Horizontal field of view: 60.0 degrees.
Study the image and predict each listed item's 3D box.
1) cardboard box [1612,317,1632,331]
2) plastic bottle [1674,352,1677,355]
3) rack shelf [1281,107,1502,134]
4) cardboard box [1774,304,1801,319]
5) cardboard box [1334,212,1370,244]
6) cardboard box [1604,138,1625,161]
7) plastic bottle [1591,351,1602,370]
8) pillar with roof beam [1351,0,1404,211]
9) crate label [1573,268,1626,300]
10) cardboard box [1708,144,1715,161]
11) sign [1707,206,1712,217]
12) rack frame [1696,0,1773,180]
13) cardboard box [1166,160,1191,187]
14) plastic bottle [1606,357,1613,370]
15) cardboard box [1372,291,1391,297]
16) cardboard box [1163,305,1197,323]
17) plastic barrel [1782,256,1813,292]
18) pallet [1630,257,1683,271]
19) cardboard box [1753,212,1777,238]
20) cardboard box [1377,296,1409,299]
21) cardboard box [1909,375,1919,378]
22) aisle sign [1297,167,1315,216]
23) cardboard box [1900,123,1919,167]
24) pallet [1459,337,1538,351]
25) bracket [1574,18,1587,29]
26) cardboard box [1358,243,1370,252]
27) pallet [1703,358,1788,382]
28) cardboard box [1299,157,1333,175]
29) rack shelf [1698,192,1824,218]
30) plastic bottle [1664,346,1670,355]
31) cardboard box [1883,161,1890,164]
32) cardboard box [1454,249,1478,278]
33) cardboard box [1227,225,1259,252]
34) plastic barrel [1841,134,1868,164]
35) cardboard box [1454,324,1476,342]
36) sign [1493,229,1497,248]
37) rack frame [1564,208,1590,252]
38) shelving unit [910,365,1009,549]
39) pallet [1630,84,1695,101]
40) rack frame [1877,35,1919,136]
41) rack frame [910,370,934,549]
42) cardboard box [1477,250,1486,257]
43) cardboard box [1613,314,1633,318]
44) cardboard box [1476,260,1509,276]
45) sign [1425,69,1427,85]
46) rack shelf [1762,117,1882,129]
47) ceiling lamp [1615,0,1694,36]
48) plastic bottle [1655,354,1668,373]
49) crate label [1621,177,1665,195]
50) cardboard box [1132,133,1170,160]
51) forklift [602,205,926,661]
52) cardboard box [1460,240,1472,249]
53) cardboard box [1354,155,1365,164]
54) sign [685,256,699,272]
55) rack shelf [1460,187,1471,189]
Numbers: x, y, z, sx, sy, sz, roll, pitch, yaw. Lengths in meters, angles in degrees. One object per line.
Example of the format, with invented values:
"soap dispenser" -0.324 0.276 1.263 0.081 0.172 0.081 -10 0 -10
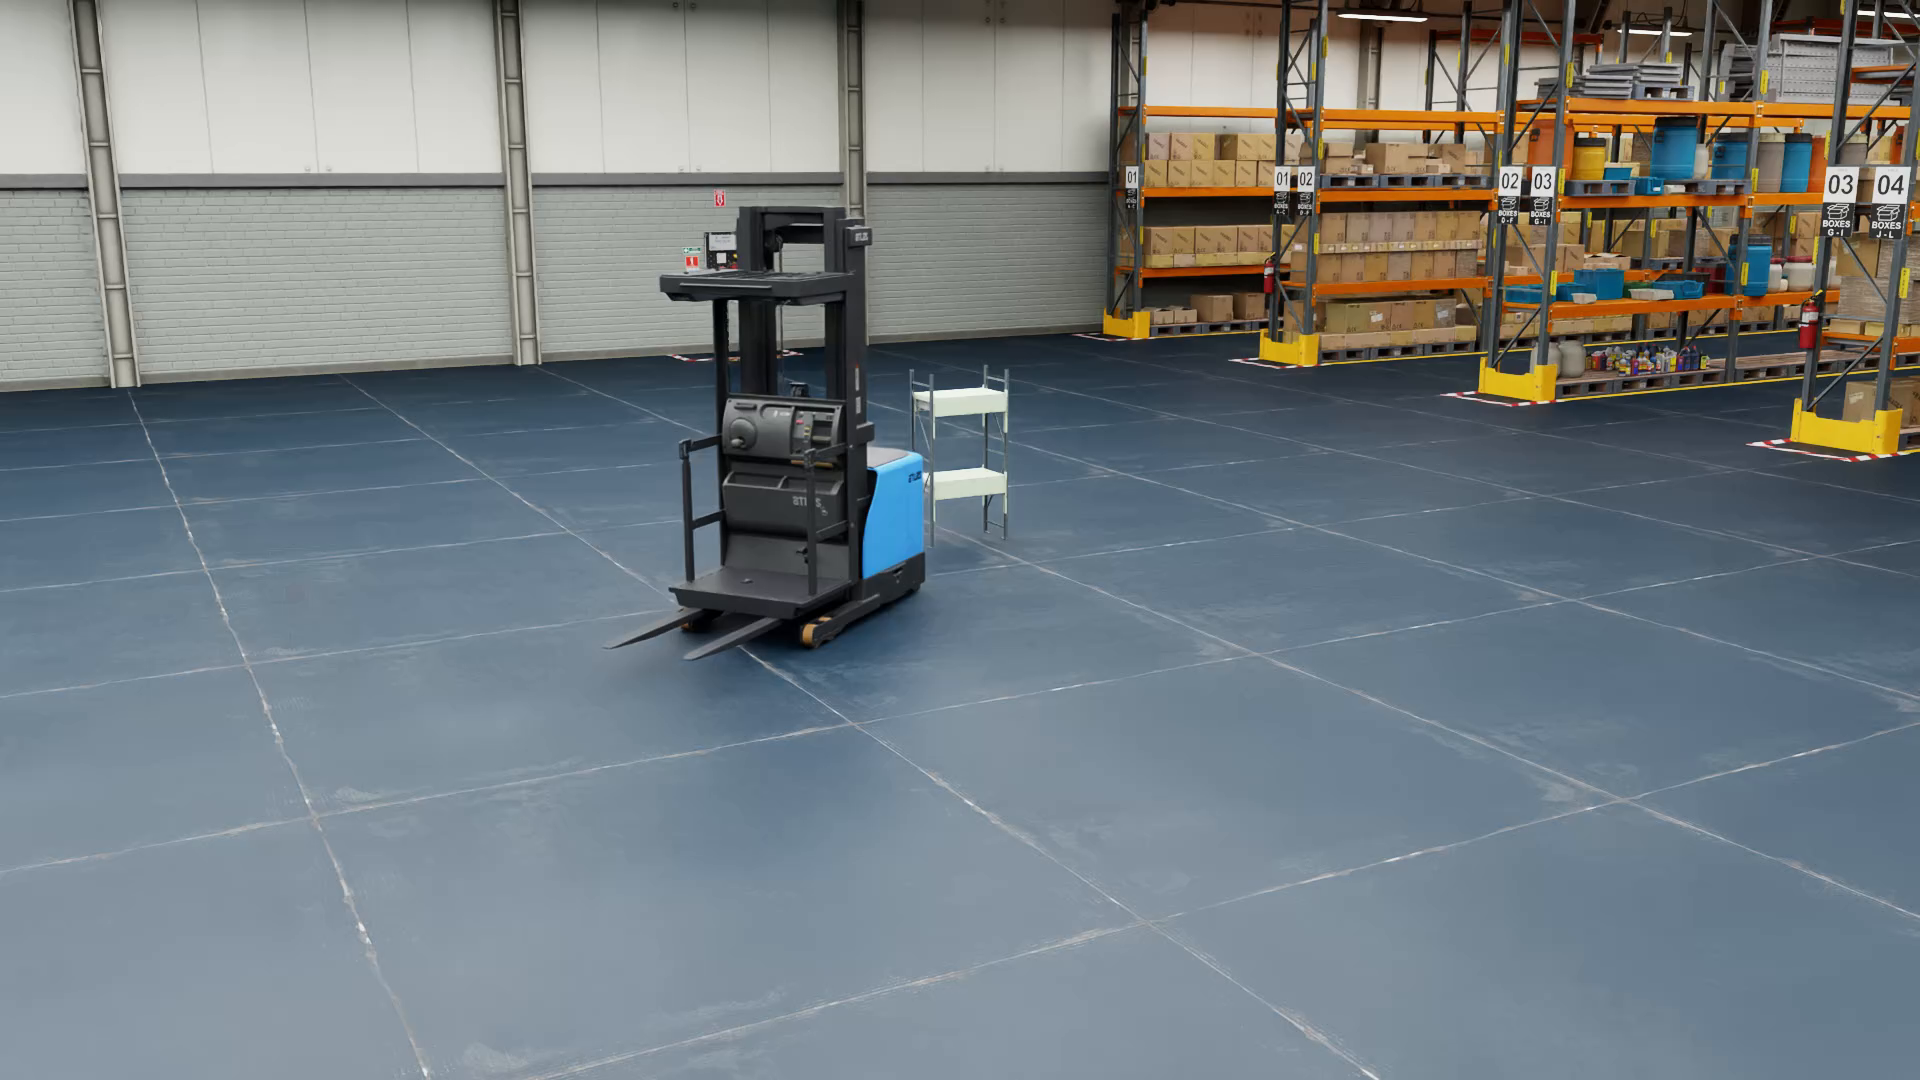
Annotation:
"cardboard box" 12.203 -4.062 31.135 0.500 0.250 0.500 -6 14 -27
"plastic bottle" 10.718 -2.694 24.949 0.135 0.276 0.152 -7 14 -28
"rack shelf" 7.281 -7.051 27.993 4.000 0.370 1.077 -7 14 -28
"cardboard box" 16.531 -4.628 33.461 0.500 0.311 0.500 -7 14 -28
"cardboard box" 6.447 -5.250 27.923 0.500 0.500 0.700 -7 15 -29
"cardboard box" 14.442 -8.707 37.085 0.500 0.500 0.500 -7 14 -28
"plastic bottle" 9.532 -2.690 24.930 0.135 0.276 0.152 -7 14 -27
"pillar with roof beam" 10.678 -8.383 31.362 0.548 9.000 9.100 -7 14 -28
"crate label" 9.382 -3.768 24.439 0.616 0.435 0.502 -7 14 -28
"cardboard box" 14.412 -7.308 32.008 0.600 0.600 0.600 -7 15 -30
"sign" 17.441 -7.672 38.689 0.005 0.325 0.100 -7 14 -28
"rack frame" 11.407 -6.852 24.562 0.127 3.000 1.000 -7 14 -28
"cardboard box" 4.051 -6.973 31.654 0.500 0.500 0.500 -6 14 -24
"plastic bottle" 9.730 -2.646 24.905 0.097 0.201 0.097 0 13 0
"cardboard box" 8.633 -5.075 35.021 0.500 0.500 0.700 -7 14 -28
"cardboard box" 4.300 -4.432 32.594 0.500 0.311 0.500 -6 14 -23
"plastic barrel" 12.996 -4.127 25.808 0.433 0.535 0.433 0 13 0
"pallet" 13.109 -5.293 31.732 1.003 0.211 1.213 -7 14 -28
"cardboard box" 16.378 -6.362 33.541 0.500 0.500 0.500 -7 14 -28
"cardboard box" 7.602 -4.016 29.221 0.500 0.500 0.500 -7 14 -28
"cardboard box" 11.892 -1.730 20.200 0.500 0.500 0.500 -5 14 -23
"aisle sign" 5.615 -5.662 27.016 0.004 0.787 0.394 -7 14 -28
"cardboard box" 11.508 -4.663 19.623 0.500 0.500 0.500 -7 14 -28
"pallet" 9.665 -3.605 30.148 1.213 0.211 1.003 -7 14 -28
"bracket" 13.688 -11.488 36.960 0.430 0.232 0.235 -7 14 -28
"cardboard box" 6.646 -4.905 27.868 0.250 0.149 0.380 -7 14 -29
"pallet" 12.078 -2.655 25.927 1.213 0.211 1.003 -7 14 -28
"cardboard box" 7.178 -7.594 33.505 0.500 0.500 0.500 -5 13 -20
"rack shelf" 13.162 -5.248 25.905 4.000 0.370 1.077 -7 14 -28
"plastic bottle" 10.917 -2.860 25.698 0.097 0.271 0.097 0 13 0
"cardboard box" 18.802 -7.621 34.013 0.500 0.250 0.500 -7 14 -28
"cardboard box" 8.650 -4.881 29.240 0.500 0.500 0.700 -7 15 -29
"cardboard box" 5.511 -5.923 32.686 0.500 0.500 0.500 -7 15 -29
"plastic barrel" 14.093 -6.010 26.508 0.600 0.901 0.600 0 13 0
"cardboard box" 8.734 -3.653 29.316 0.500 0.250 0.500 -7 14 -28
"sign" 9.304 -5.235 28.886 0.005 0.325 0.100 -7 14 -28
"rack frame" 13.682 -6.676 37.444 0.127 3.000 1.000 -7 14 -28
"shelving unit" -0.006 -0.731 14.441 0.755 1.500 0.431 -7 14 -28
"pallet" 9.624 -6.344 23.643 1.213 0.211 1.003 -7 14 -28
"rack frame" 19.570 -9.070 34.415 0.127 3.000 1.000 -7 14 -28
"rack frame" -0.327 -0.692 14.270 0.023 1.500 0.400 -7 14 -28
"cardboard box" 11.070 -6.169 35.717 0.250 0.149 0.380 -6 14 -26
"cardboard box" 12.206 -4.336 31.072 0.500 0.311 0.500 -6 14 -26
"cardboard box" 9.448 -4.868 29.748 0.500 0.250 0.500 -6 14 -24
"sign" 9.902 -9.822 35.269 0.005 0.325 0.100 -7 14 -28
"rack shelf" 17.814 -8.507 33.559 4.000 0.370 1.077 -7 14 -28
"ceiling lamp" 14.294 -11.822 33.351 2.000 3.185 0.800 -7 14 -28
"plastic bottle" 10.383 -2.618 24.610 0.135 0.276 0.152 -7 14 -27
"crate label" 9.697 -5.029 23.630 0.408 0.251 0.502 -7 14 -28
"cardboard box" 3.603 -7.418 31.354 0.500 0.500 0.500 -8 15 -32
"forklift" -1.340 -0.803 11.500 1.130 2.935 3.031 6 14 24
"cardboard box" 8.683 -5.150 28.957 0.250 0.149 0.380 -7 15 -29
"cardboard box" 6.898 -6.383 28.237 0.500 0.311 0.500 -5 14 -21
"sign" -4.640 -4.750 28.801 0.234 0.329 0.001 -7 14 -28
"rack shelf" 11.926 -7.578 36.258 4.000 0.370 1.077 -7 14 -28
